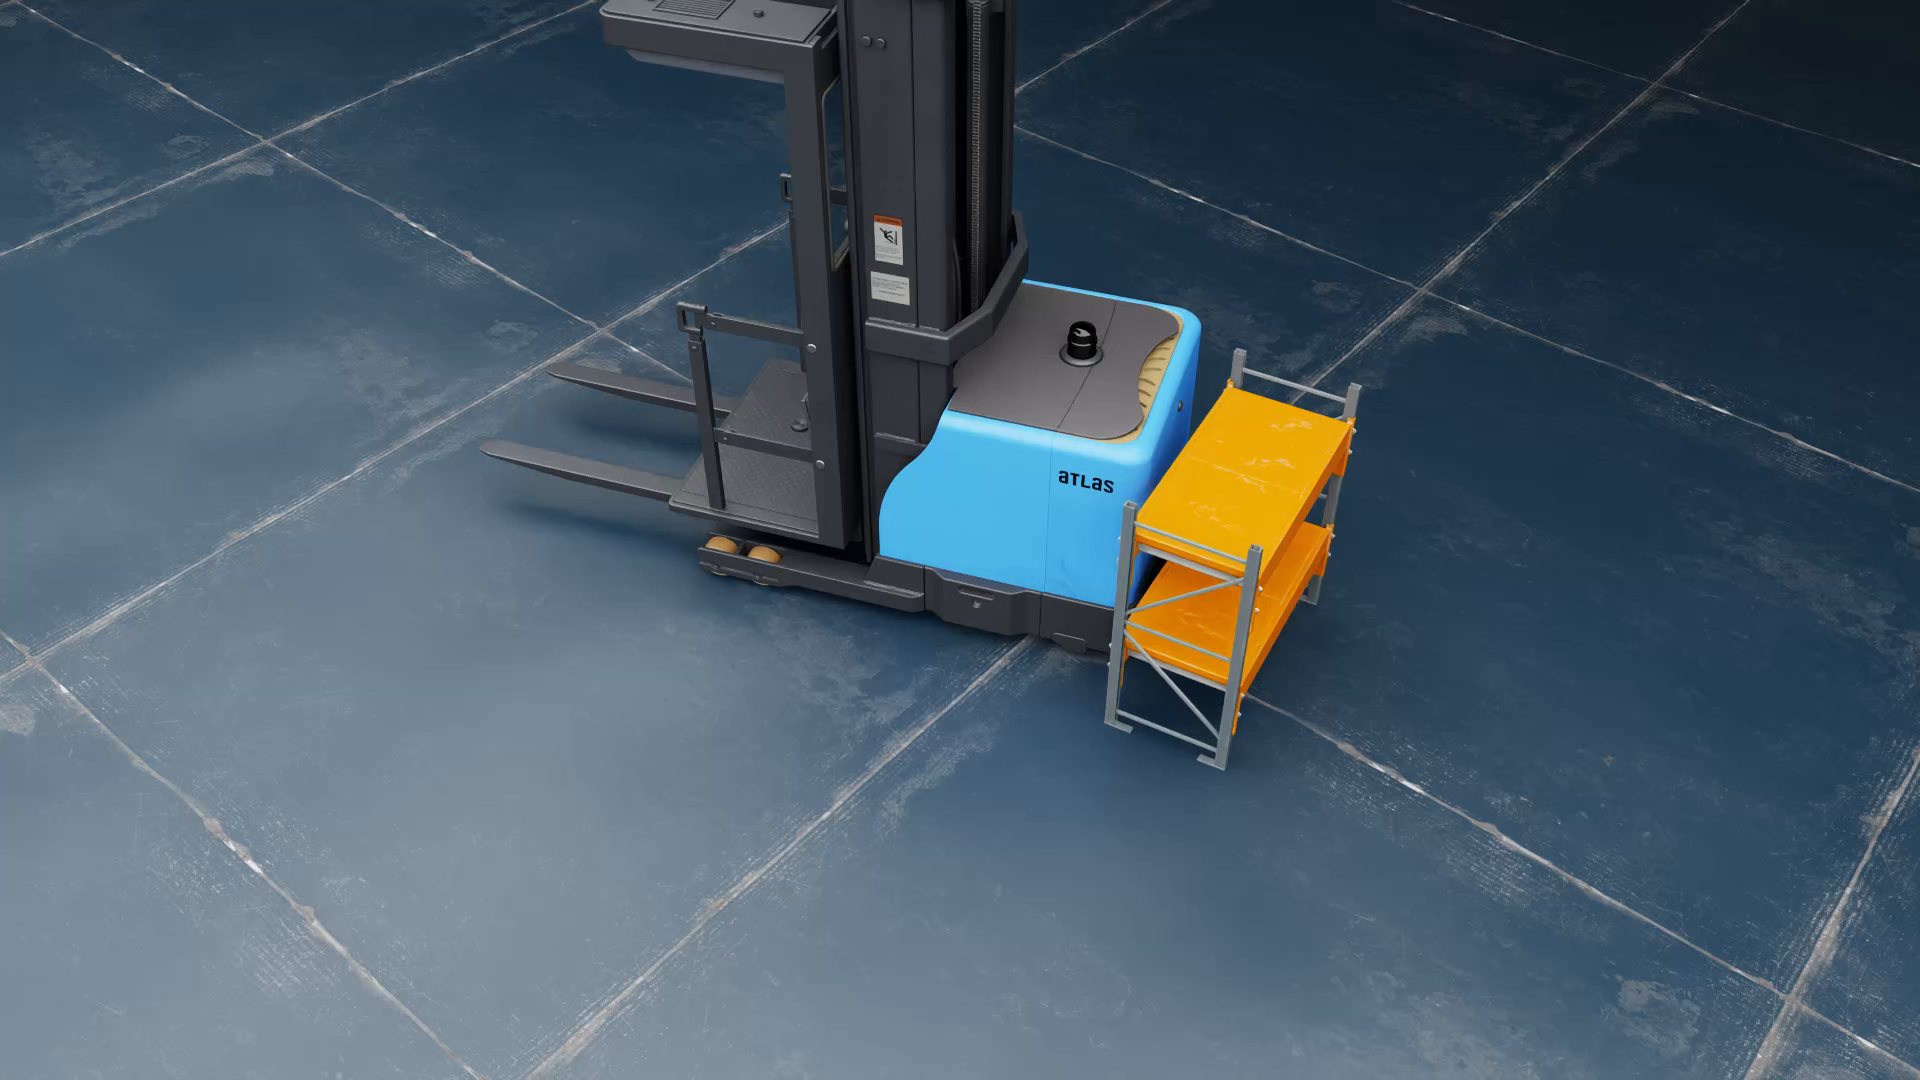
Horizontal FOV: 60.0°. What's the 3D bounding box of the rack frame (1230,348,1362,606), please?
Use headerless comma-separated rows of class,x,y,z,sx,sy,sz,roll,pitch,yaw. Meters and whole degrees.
rack frame,1.275,-0.232,6.669,0.500,1.125,0.032,20,46,21

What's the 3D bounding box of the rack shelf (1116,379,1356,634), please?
rack shelf,1.031,-0.148,6.142,0.538,0.278,1.000,20,46,21

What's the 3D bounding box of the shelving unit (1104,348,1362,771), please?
shelving unit,1.031,0.068,6.339,0.538,1.125,1.048,20,46,21

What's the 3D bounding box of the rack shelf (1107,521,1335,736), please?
rack shelf,1.031,0.249,6.503,0.538,0.278,1.000,20,46,21

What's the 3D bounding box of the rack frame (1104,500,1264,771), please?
rack frame,0.787,0.368,6.009,0.500,1.125,0.032,20,46,21

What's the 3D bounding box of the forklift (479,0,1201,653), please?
forklift,-0.593,-1.216,6.409,3.031,2.935,1.130,13,44,13
